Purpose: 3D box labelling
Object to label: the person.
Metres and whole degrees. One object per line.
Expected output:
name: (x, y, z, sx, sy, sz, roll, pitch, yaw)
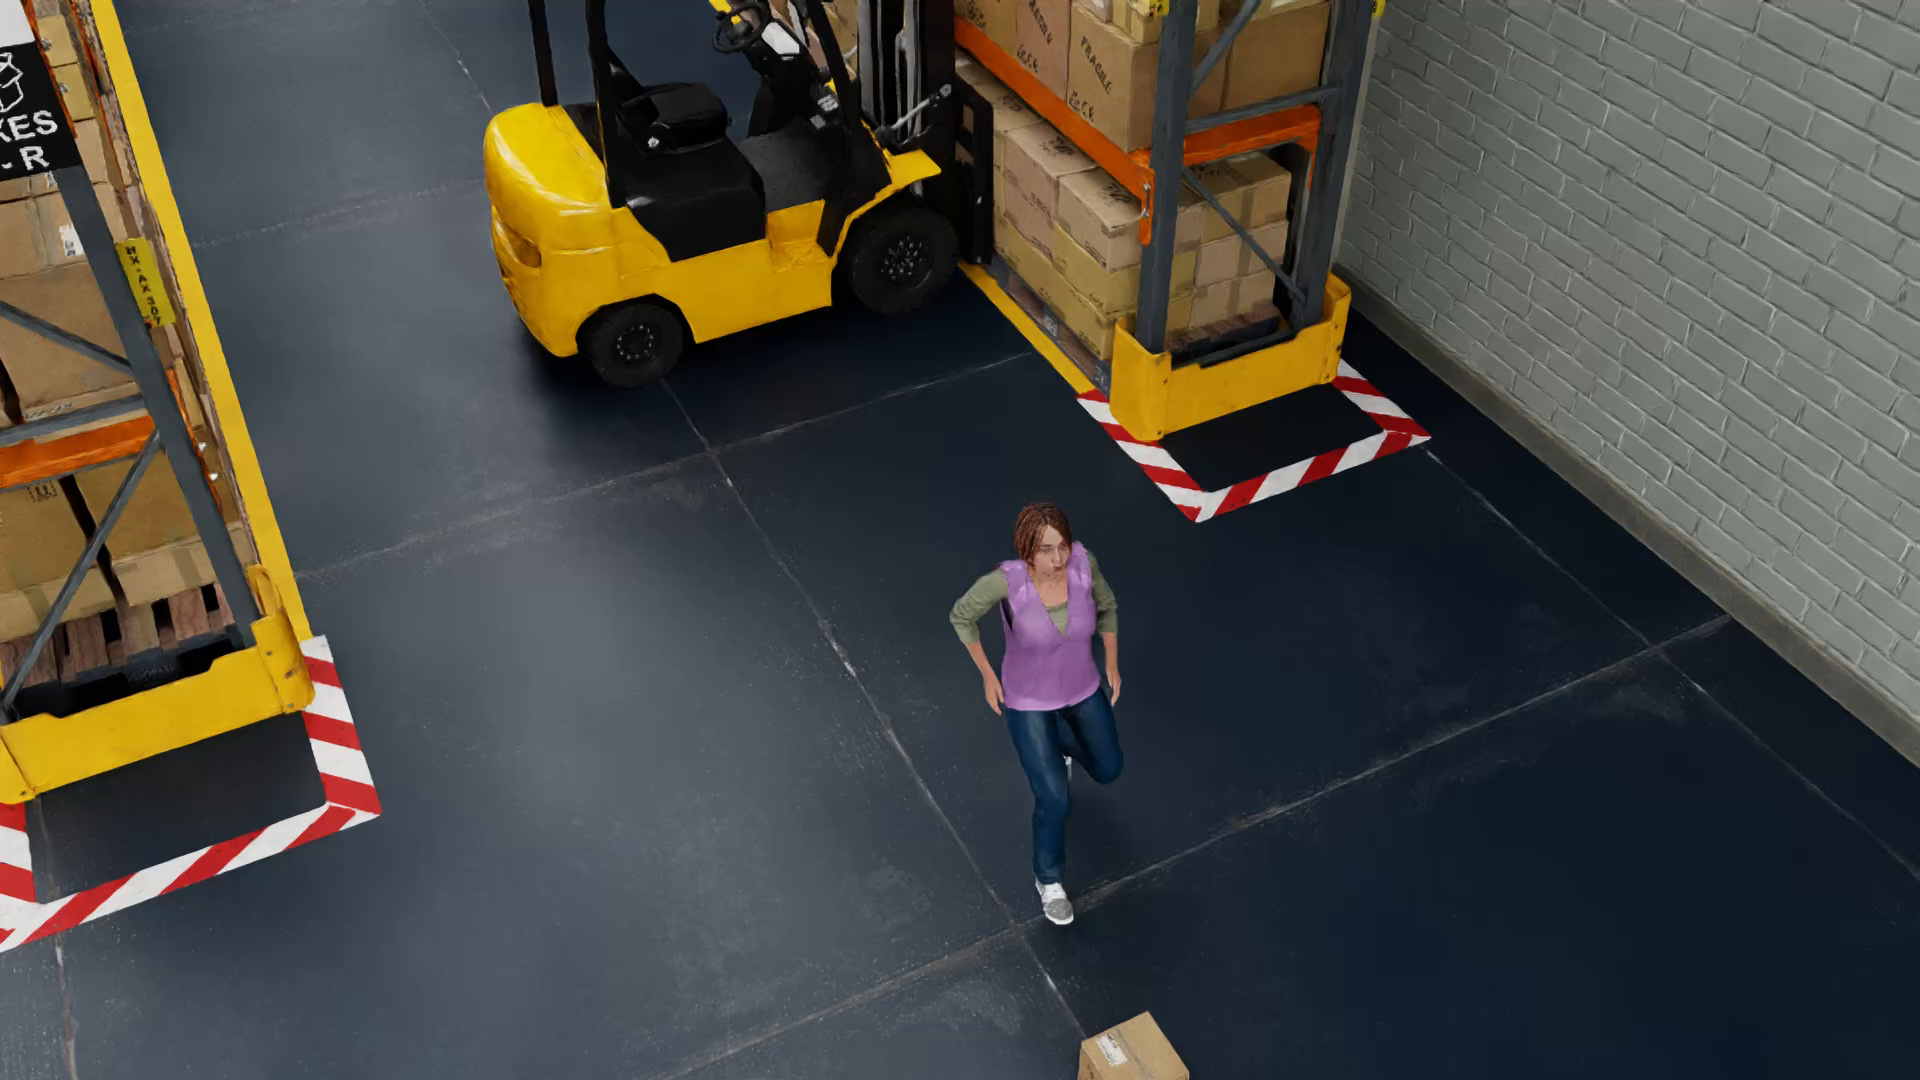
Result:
person: (0.350, 0.553, 5.593, 0.511, 1.497, 0.719, -19, 45, -20)
